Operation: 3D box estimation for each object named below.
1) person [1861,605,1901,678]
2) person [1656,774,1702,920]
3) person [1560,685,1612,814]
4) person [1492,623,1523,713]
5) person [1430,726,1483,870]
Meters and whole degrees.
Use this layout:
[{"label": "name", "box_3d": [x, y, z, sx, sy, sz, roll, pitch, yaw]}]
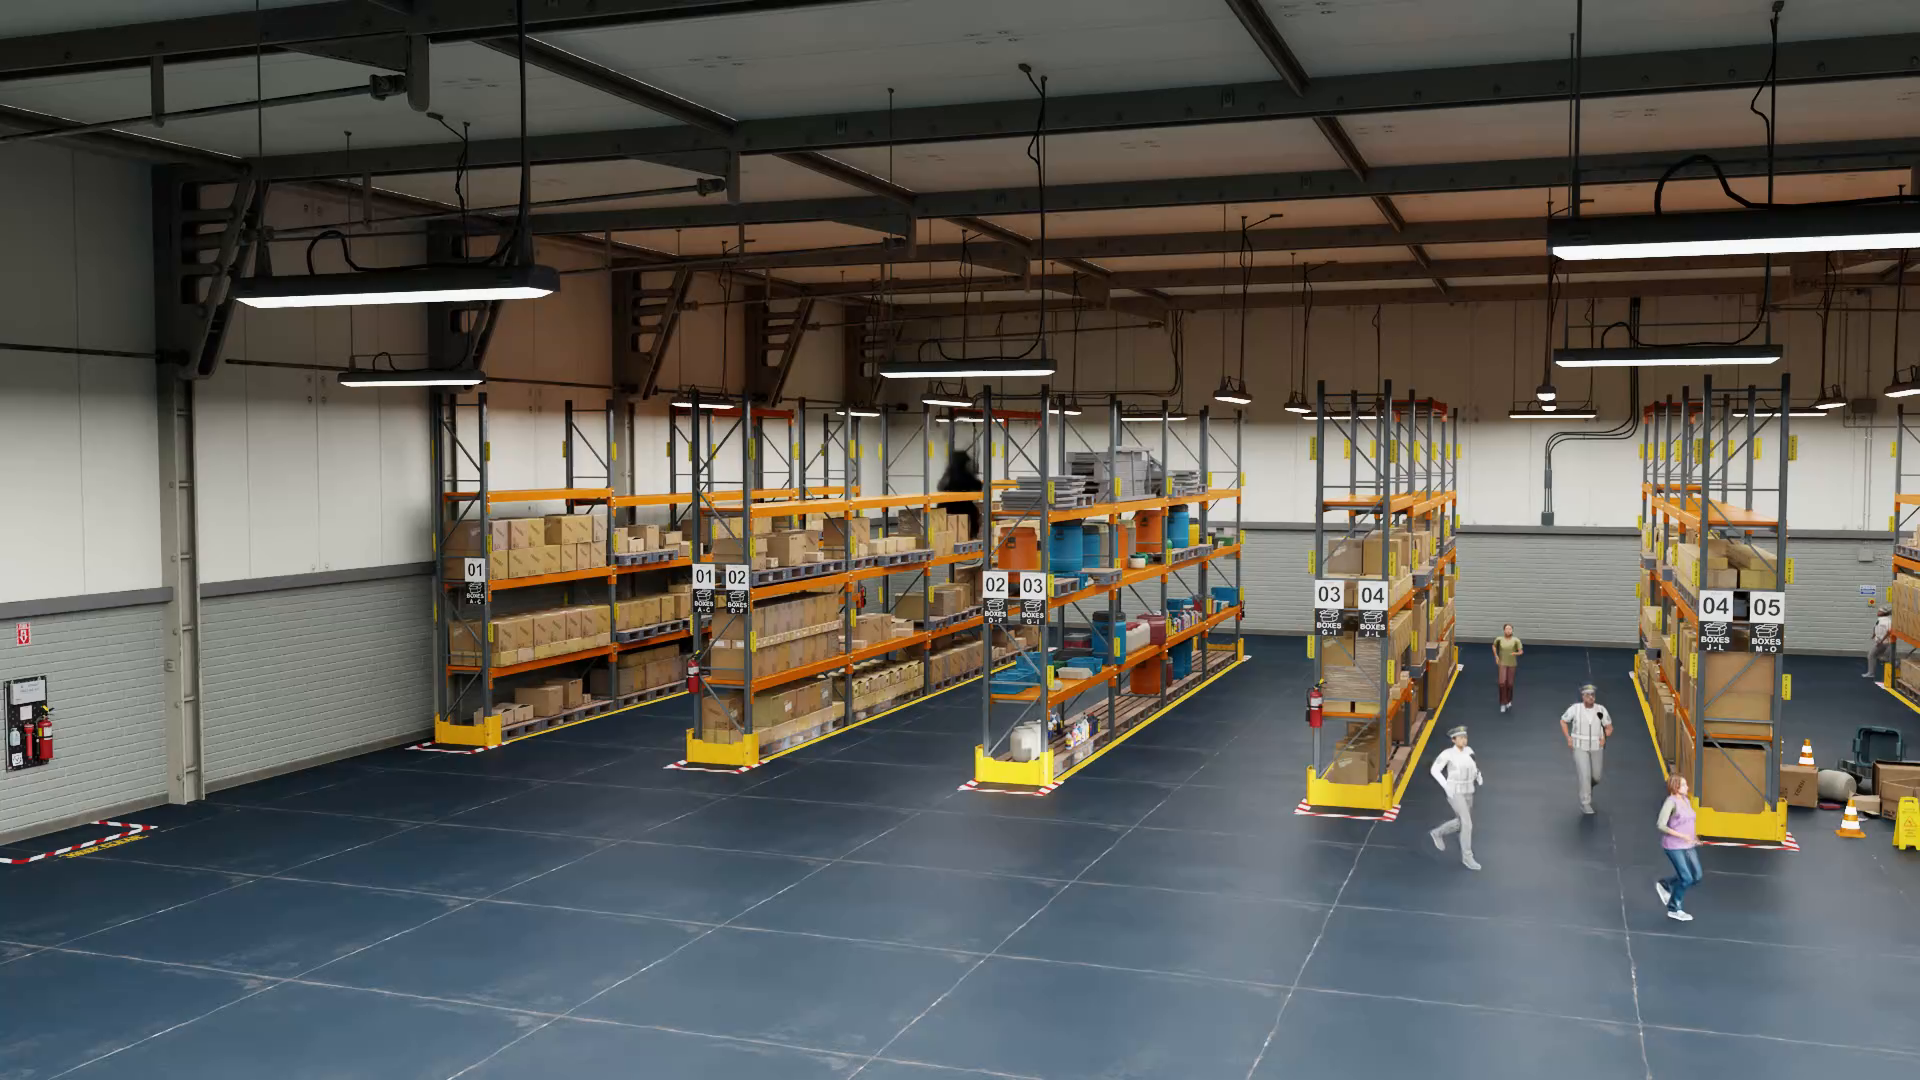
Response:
[{"label": "person", "box_3d": [20.243, 2.237, 36.496, 0.796, 1.645, 0.640, 2, 3, 29]}, {"label": "person", "box_3d": [7.674, 3.284, 17.781, 0.532, 1.537, 0.560, -2, 4, -35]}, {"label": "person", "box_3d": [8.746, 2.881, 23.223, 0.682, 1.764, 0.790, 0, 3, 8]}, {"label": "person", "box_3d": [10.581, 2.466, 32.142, 0.572, 1.724, 0.652, 1, 3, 17]}, {"label": "person", "box_3d": [6.054, 3.090, 20.234, 0.608, 1.699, 0.815, -2, 3, -28]}]
